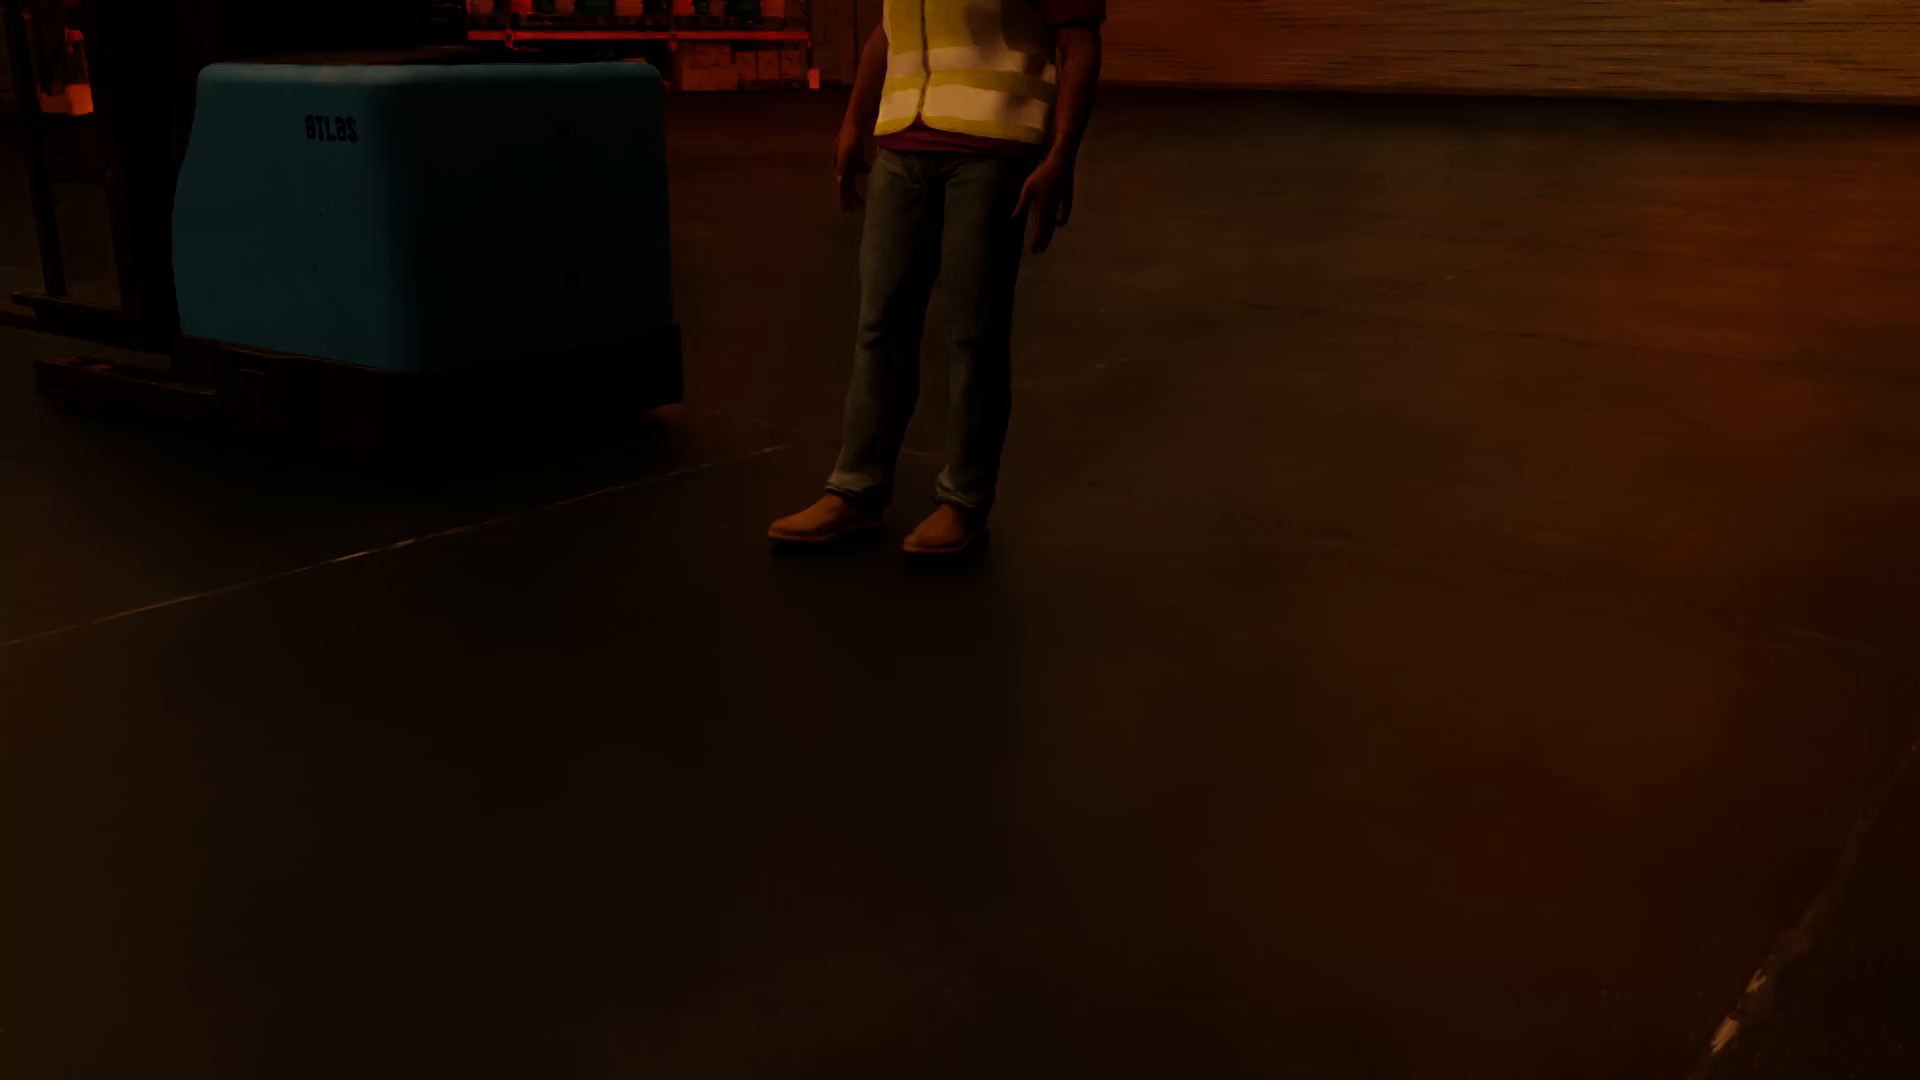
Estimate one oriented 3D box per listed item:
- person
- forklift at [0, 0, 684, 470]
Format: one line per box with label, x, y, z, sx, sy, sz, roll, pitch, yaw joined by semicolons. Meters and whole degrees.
person;-0.049;-0.837;3.635;0.665;1.766;0.576;13;21;37
forklift;-2.350;-1.905;5.172;3.031;2.935;1.130;12;20;33
